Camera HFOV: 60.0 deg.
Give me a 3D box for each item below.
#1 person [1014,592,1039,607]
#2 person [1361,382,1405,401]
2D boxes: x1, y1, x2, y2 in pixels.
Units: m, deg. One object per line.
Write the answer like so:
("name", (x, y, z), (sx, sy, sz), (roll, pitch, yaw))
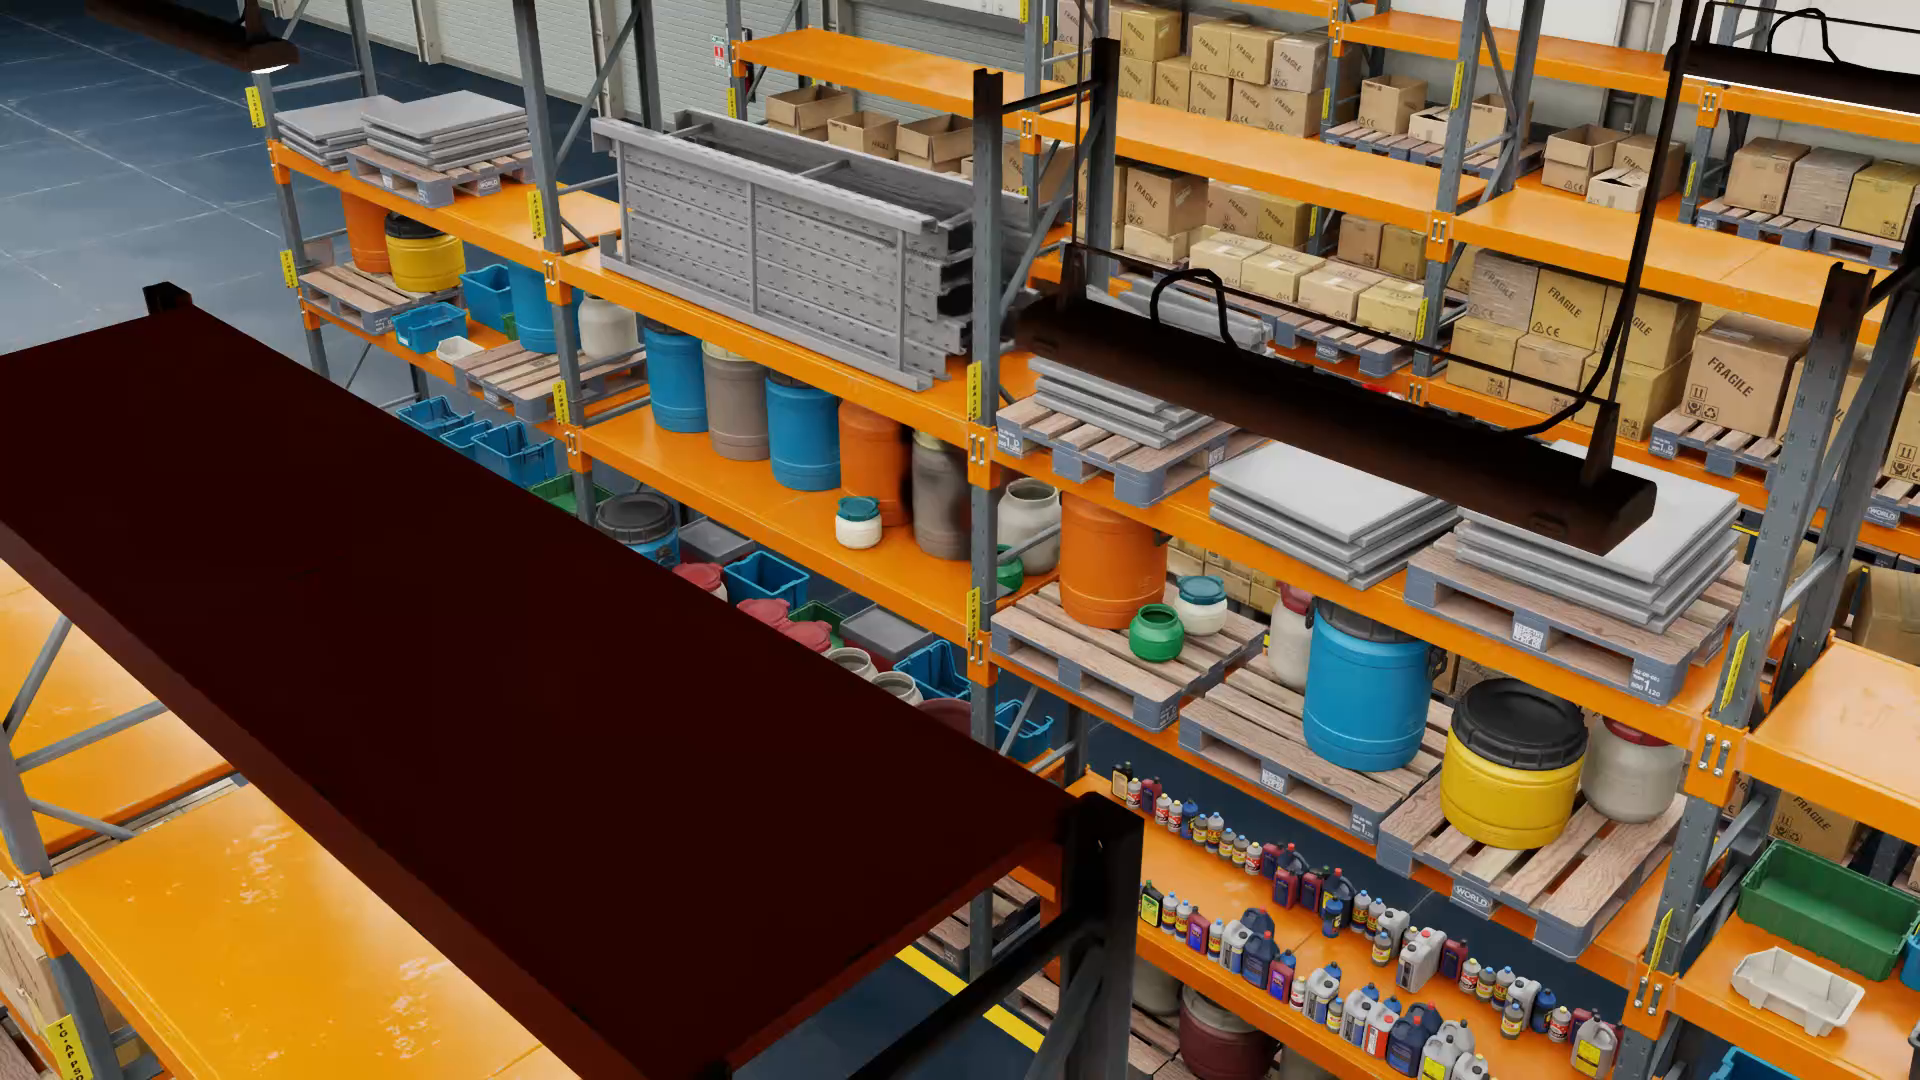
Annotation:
("person", (0.625, 0.321, 13.936), (0.747, 1.709, 0.691), (14, 32, 24))
("person", (4.309, -0.830, 16.119), (0.994, 1.582, 0.674), (11, 31, 18))
